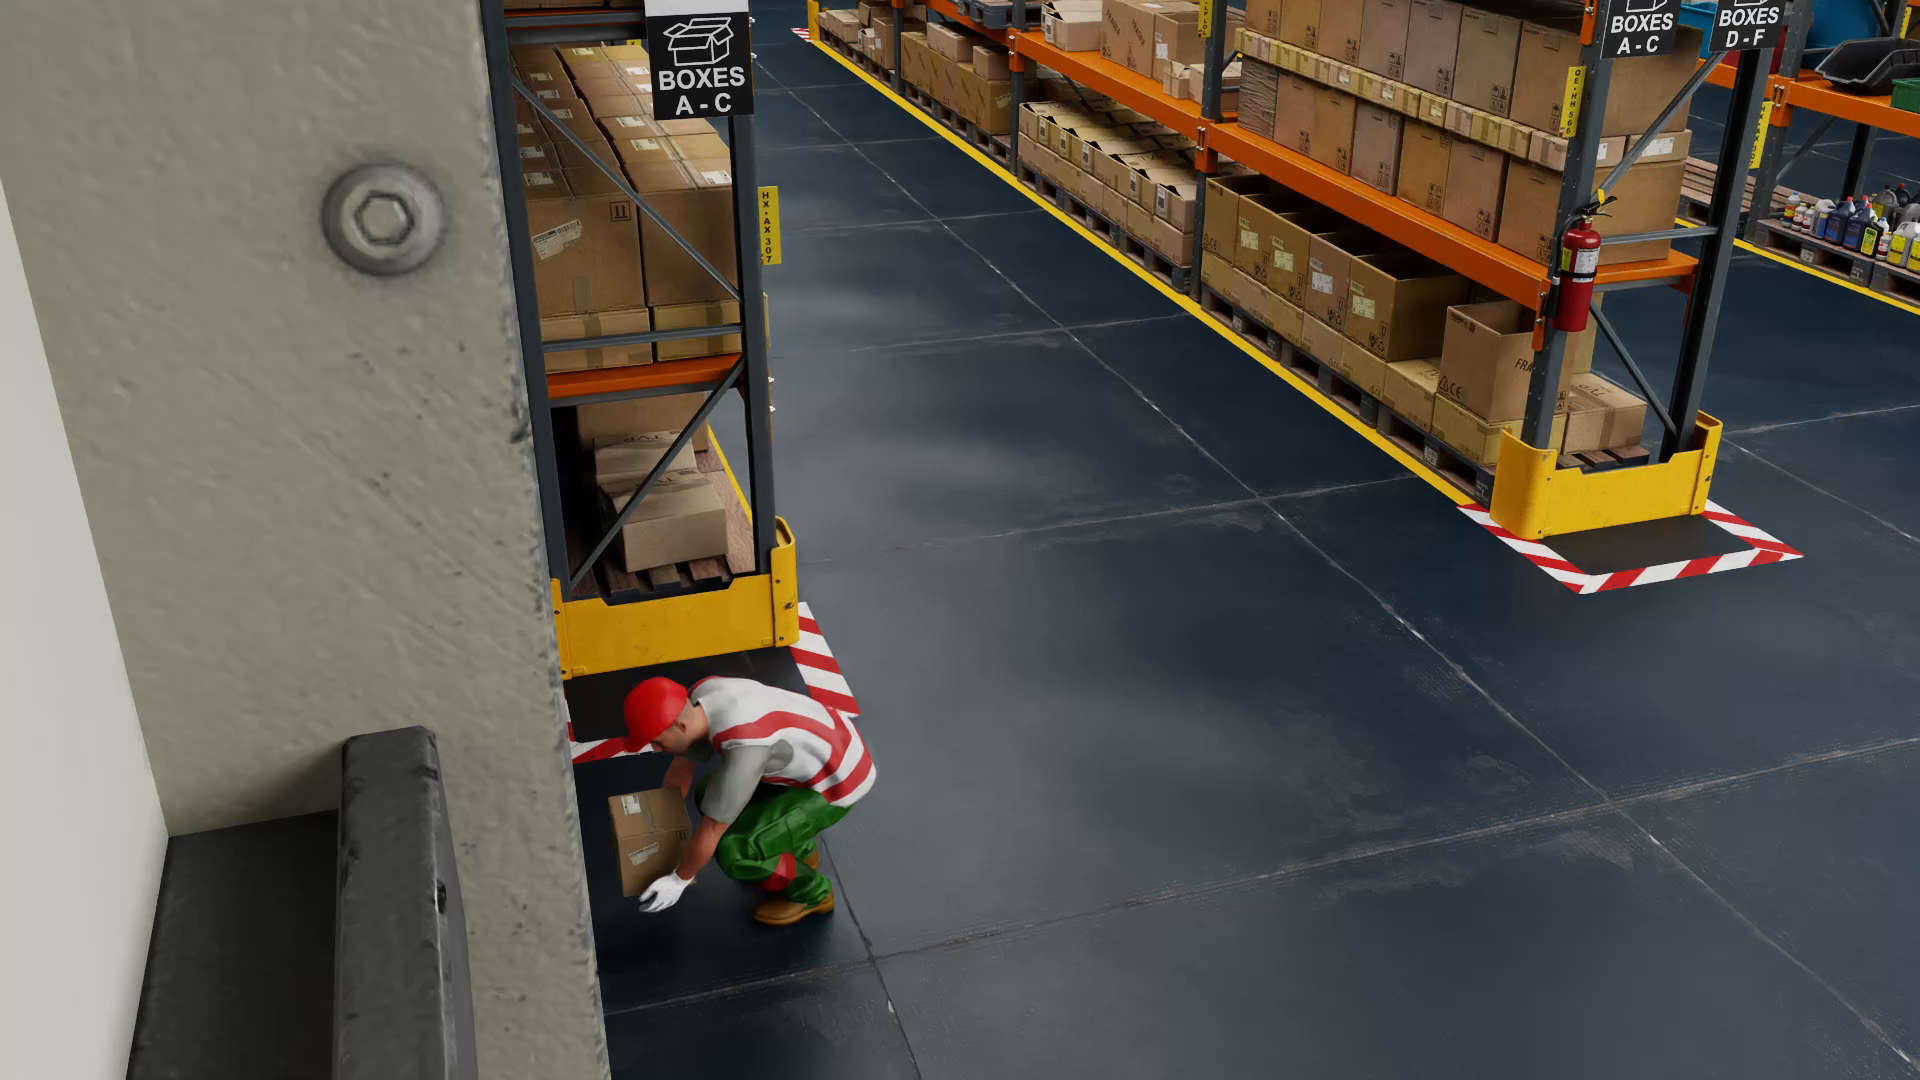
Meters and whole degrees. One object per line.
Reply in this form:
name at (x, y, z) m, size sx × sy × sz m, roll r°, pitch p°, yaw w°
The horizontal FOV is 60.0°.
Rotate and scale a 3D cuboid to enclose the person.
person at (-0.727, 0.852, 5.744) m, size 0.881 × 1.006 × 0.572 m, roll -8°, pitch 27°, yaw -16°
